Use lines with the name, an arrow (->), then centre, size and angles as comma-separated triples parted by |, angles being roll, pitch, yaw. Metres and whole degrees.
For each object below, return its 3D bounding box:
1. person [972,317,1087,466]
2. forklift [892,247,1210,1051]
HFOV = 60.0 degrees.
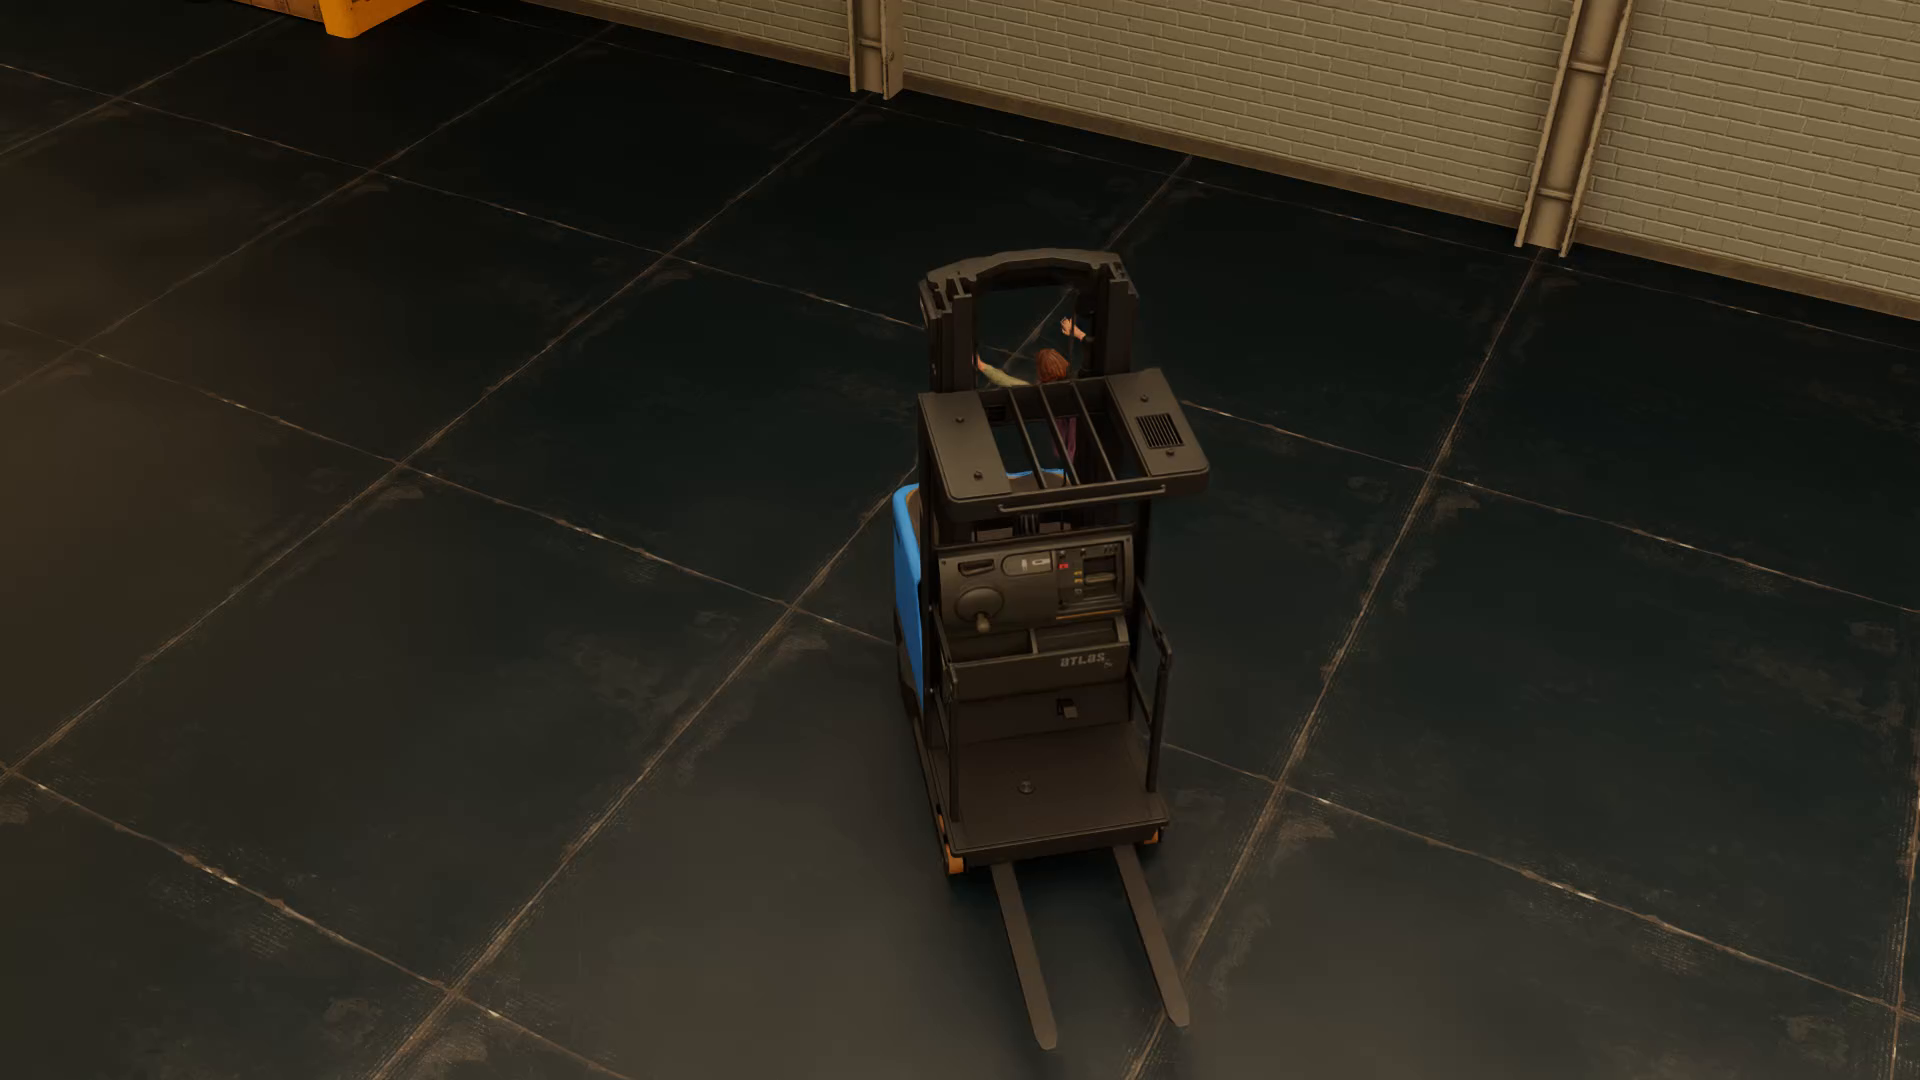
person -> 0.568, -0.774, 10.137 | 0.803, 1.385, 0.930 | -27, 47, -28
forklift -> 0.405, 0.282, 7.652 | 1.130, 2.935, 3.031 | -7, 41, -8
